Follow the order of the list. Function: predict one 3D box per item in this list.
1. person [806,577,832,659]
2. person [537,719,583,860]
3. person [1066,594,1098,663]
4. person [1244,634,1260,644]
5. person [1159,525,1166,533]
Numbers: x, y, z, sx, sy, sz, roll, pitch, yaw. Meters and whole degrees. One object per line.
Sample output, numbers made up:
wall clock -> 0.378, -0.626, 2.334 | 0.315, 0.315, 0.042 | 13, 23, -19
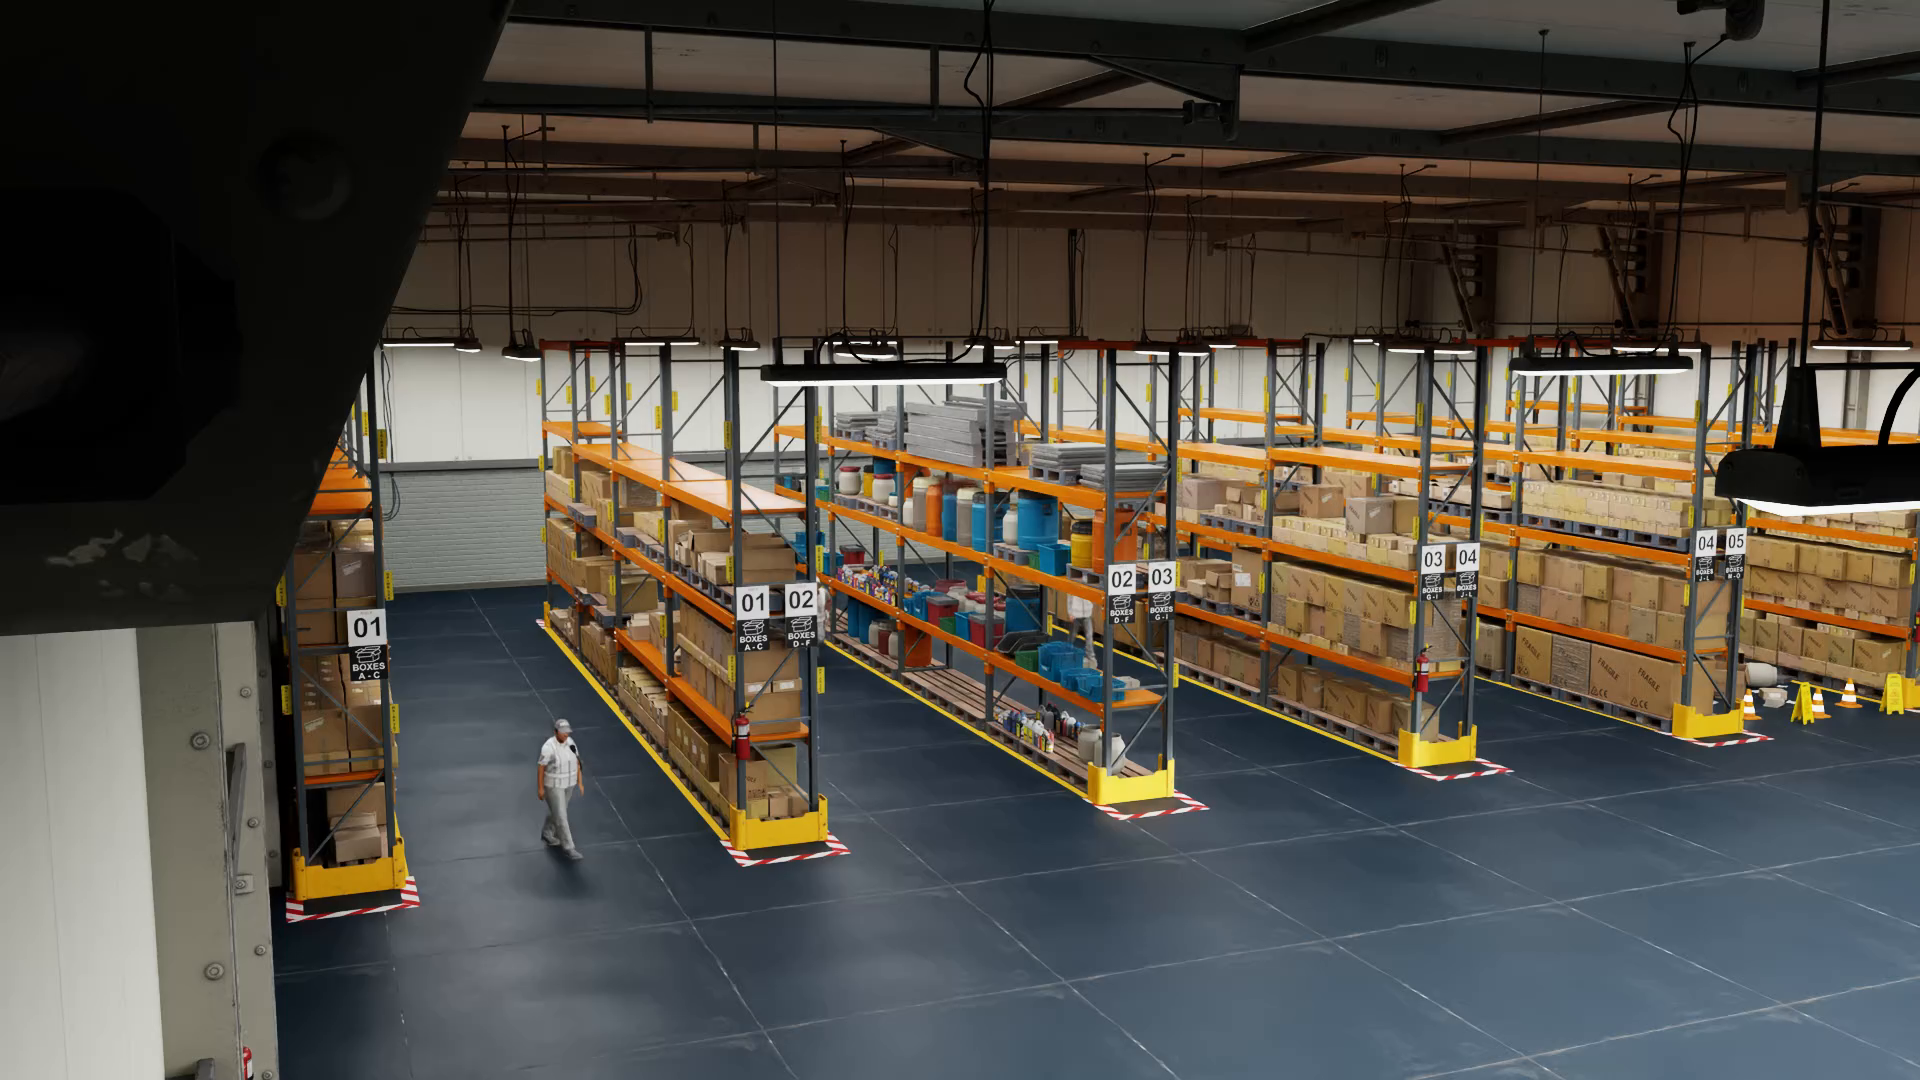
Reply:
person -> -2.719, 1.485, 30.918 | 0.698, 1.684, 0.642 | -2, 8, -12
person -> -4.749, 2.934, 19.875 | 0.983, 1.607, 0.524 | 5, 9, 33
person -> 2.289, 1.408, 31.203 | 0.606, 1.712, 1.066 | -2, 8, -18
person -> 5.775, 1.345, 32.110 | 0.440, 1.604, 1.052 | -3, 8, -19
person -> 4.753, 0.499, 38.607 | 0.360, 1.708, 0.518 | 6, 9, 37
